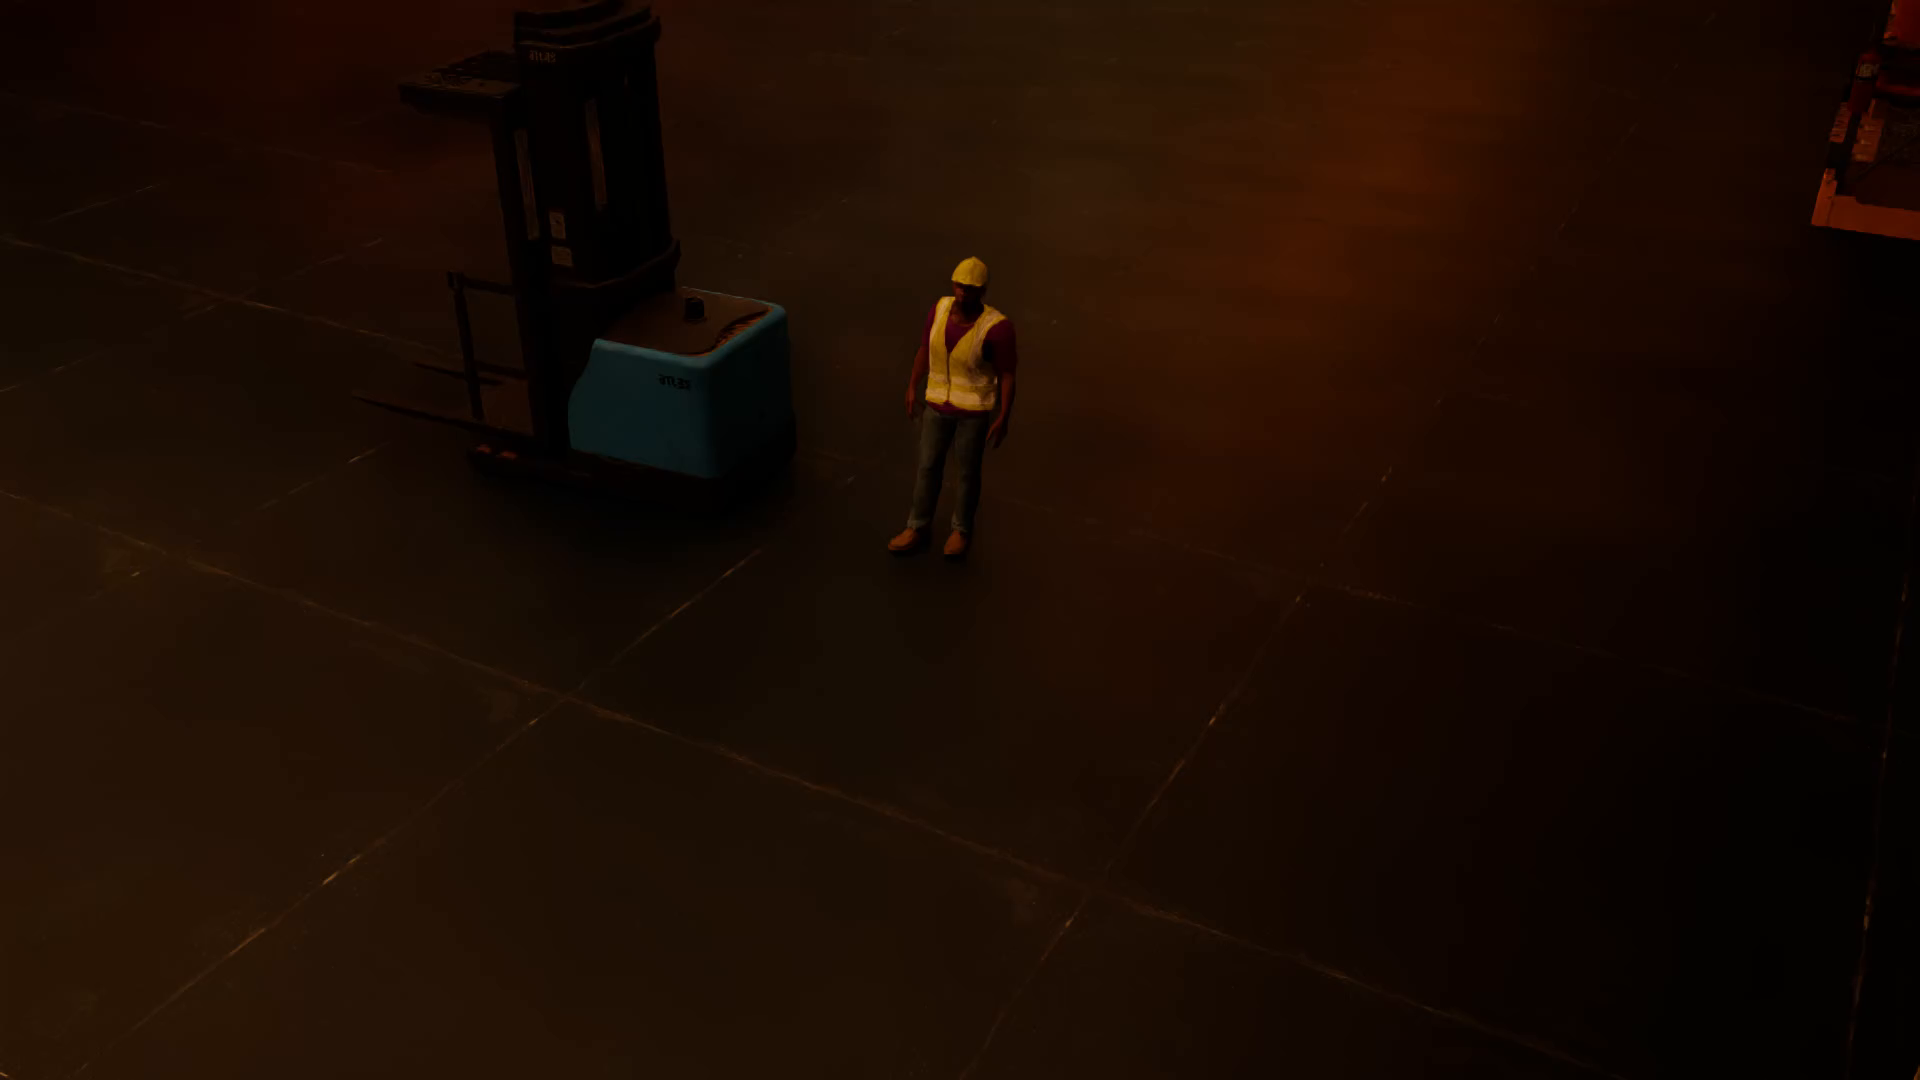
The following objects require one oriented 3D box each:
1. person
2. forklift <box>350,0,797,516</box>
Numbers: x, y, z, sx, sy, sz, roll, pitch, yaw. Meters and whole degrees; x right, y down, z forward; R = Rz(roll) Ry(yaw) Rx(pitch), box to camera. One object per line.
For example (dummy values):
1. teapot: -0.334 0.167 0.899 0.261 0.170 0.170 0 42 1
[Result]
1. person: -0.039 -0.742 9.507 0.665 1.766 0.576 15 33 25
2. forklift: -2.628 -1.904 10.369 3.031 2.935 1.130 13 32 21
